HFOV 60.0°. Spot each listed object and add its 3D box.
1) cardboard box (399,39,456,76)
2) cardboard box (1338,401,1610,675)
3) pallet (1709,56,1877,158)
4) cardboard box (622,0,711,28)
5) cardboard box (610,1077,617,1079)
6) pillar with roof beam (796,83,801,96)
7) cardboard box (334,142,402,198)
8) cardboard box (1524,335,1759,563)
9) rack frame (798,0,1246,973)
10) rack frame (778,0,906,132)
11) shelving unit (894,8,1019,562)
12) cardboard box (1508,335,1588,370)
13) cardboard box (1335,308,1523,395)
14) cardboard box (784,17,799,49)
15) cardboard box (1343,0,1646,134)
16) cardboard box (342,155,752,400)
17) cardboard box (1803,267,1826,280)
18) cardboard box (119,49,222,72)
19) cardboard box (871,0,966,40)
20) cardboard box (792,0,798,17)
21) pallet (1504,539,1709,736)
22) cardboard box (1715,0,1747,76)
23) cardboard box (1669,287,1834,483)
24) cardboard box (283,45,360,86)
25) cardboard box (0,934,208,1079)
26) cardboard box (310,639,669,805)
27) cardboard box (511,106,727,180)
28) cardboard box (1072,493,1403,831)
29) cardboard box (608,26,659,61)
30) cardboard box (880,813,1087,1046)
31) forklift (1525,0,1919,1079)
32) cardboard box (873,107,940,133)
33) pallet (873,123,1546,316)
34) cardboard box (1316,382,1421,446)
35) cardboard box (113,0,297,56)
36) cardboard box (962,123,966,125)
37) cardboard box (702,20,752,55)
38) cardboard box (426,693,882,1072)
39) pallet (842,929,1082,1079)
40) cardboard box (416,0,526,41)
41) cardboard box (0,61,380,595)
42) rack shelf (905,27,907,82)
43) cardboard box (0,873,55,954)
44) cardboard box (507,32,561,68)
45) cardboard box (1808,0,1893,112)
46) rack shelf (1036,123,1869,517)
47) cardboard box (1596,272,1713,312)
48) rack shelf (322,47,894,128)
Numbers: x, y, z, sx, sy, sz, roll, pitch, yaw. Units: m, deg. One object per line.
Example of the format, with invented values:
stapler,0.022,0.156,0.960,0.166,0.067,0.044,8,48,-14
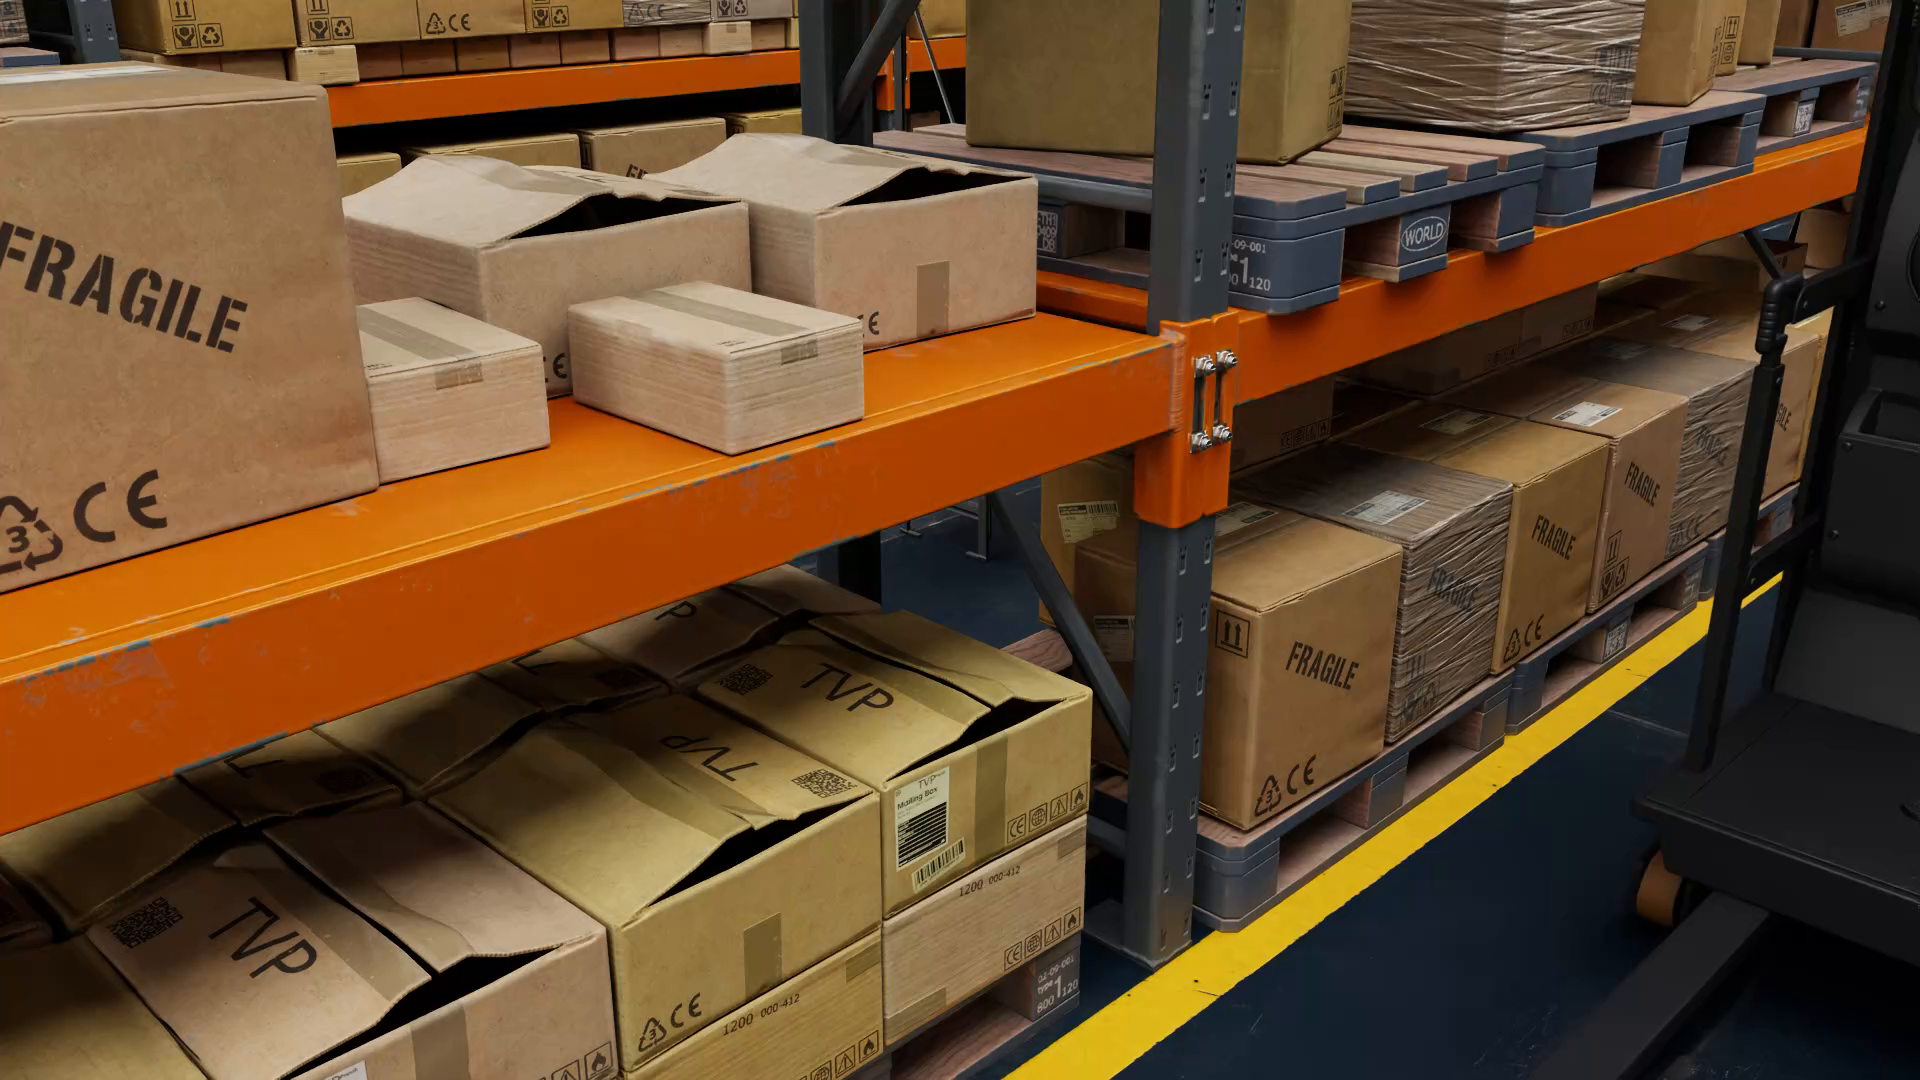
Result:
cardboard box,-2.393,-2.108,7.199,0.250,0.149,0.380,-19,28,-41
cardboard box,1.310,-0.024,4.326,0.500,0.500,0.500,19,28,40
pallet,2.228,-1.436,5.398,1.003,0.211,1.213,19,28,41
cardboard box,-1.535,-2.695,7.824,0.500,0.500,0.500,19,28,41
cardboard box,-0.829,0.870,2.378,0.500,0.250,0.500,-19,28,-41
pillar with roof beam,2.265,-5.062,6.202,9.100,9.000,0.400,19,28,41
cardboard box,-2.872,-1.263,7.092,0.750,0.750,0.750,19,28,40
cardboard box,2.024,-0.290,5.020,0.500,0.500,0.500,20,29,41
rack frame,0.073,-0.676,3.152,1.000,3.000,0.127,19,28,41
rack frame,-0.688,-2.943,9.050,1.000,3.000,0.127,19,28,41
shelving unit,0.115,-1.023,5.309,0.431,2.100,0.503,19,28,41
cardboard box,1.633,-0.413,5.338,0.500,0.500,0.500,20,29,41
cardboard box,1.304,-0.643,4.893,0.500,0.250,0.500,19,28,40
cardboard box,-0.880,-2.606,8.497,0.250,0.149,0.380,-20,28,-41
cardboard box,1.206,-1.296,4.041,0.500,0.500,0.700,-14,25,-32
cardboard box,-0.690,-0.453,2.696,0.500,0.311,0.500,19,28,40
cardboard box,3.581,-1.065,7.298,0.500,0.311,0.500,19,28,41
cardboard box,-3.083,-1.833,6.486,0.380,0.149,0.250,19,28,40
cardboard box,-0.298,-3.218,9.349,0.700,0.700,0.980,-20,28,-41
cardboard box,-0.830,-2.956,8.502,0.500,0.500,0.500,19,28,40
pallet,1.472,0.131,4.939,1.003,0.211,1.213,19,28,41
cardboard box,1.938,-1.688,5.061,0.500,0.500,0.700,-15,26,-34
cardboard box,2.725,-0.544,5.680,0.500,0.500,0.500,19,28,40
cardboard box,-2.655,-1.943,6.771,0.250,0.149,0.380,-19,28,-40
cardboard box,-1.179,0.739,1.937,0.500,0.311,0.500,-19,28,-41
cardboard box,-0.863,0.348,2.953,0.500,0.311,0.500,18,28,39
cardboard box,-1.667,-1.707,8.245,0.750,0.750,0.750,-19,28,-40
cardboard box,0.595,0.240,3.640,0.500,0.500,0.500,-19,28,-40
cardboard box,-1.639,-2.362,7.860,0.380,0.149,0.250,18,28,39
cardboard box,-0.119,0.608,3.059,0.500,0.250,0.500,-19,28,-41
forklift,2.033,-0.515,2.828,1.130,2.935,3.031,19,28,41
cardboard box,-0.337,-2.454,9.773,0.380,0.149,0.250,19,28,40
pallet,0.496,-0.778,3.685,1.213,0.211,1.003,19,28,41
cardboard box,0.919,-0.146,4.646,0.500,0.500,0.500,18,27,39
cardboard box,-2.957,-2.170,6.458,0.500,0.500,0.500,-19,28,-40
cardboard box,0.260,-2.267,10.191,0.700,0.500,0.500,19,28,40
cardboard box,-1.236,-2.468,8.138,0.380,0.149,0.250,19,28,41
cardboard box,-0.474,0.481,2.607,0.500,0.311,0.500,19,28,40
pallet,-0.529,0.828,3.127,1.003,0.211,1.213,19,28,41
cardboard box,-2.238,-2.430,7.134,0.500,0.500,0.500,19,28,40
cardboard box,-1.086,-0.287,2.001,0.500,0.500,0.500,17,27,38
rack shelf,0.115,-1.663,5.062,0.431,0.518,0.480,19,28,41
cardboard box,-1.579,0.611,2.270,0.500,0.311,0.500,19,28,40
cardboard box,-2.021,-2.230,7.519,0.380,0.149,0.250,19,28,41
cardboard box,3.414,-1.814,5.973,0.500,0.500,0.500,-19,28,-41
rack shelf,1.468,-0.854,4.619,1.077,0.370,4.000,19,28,41
cardboard box,2.351,-0.679,6.032,0.500,0.500,0.500,18,27,38
rack shelf,-2.084,-2.093,7.842,1.077,0.370,4.000,19,28,41
